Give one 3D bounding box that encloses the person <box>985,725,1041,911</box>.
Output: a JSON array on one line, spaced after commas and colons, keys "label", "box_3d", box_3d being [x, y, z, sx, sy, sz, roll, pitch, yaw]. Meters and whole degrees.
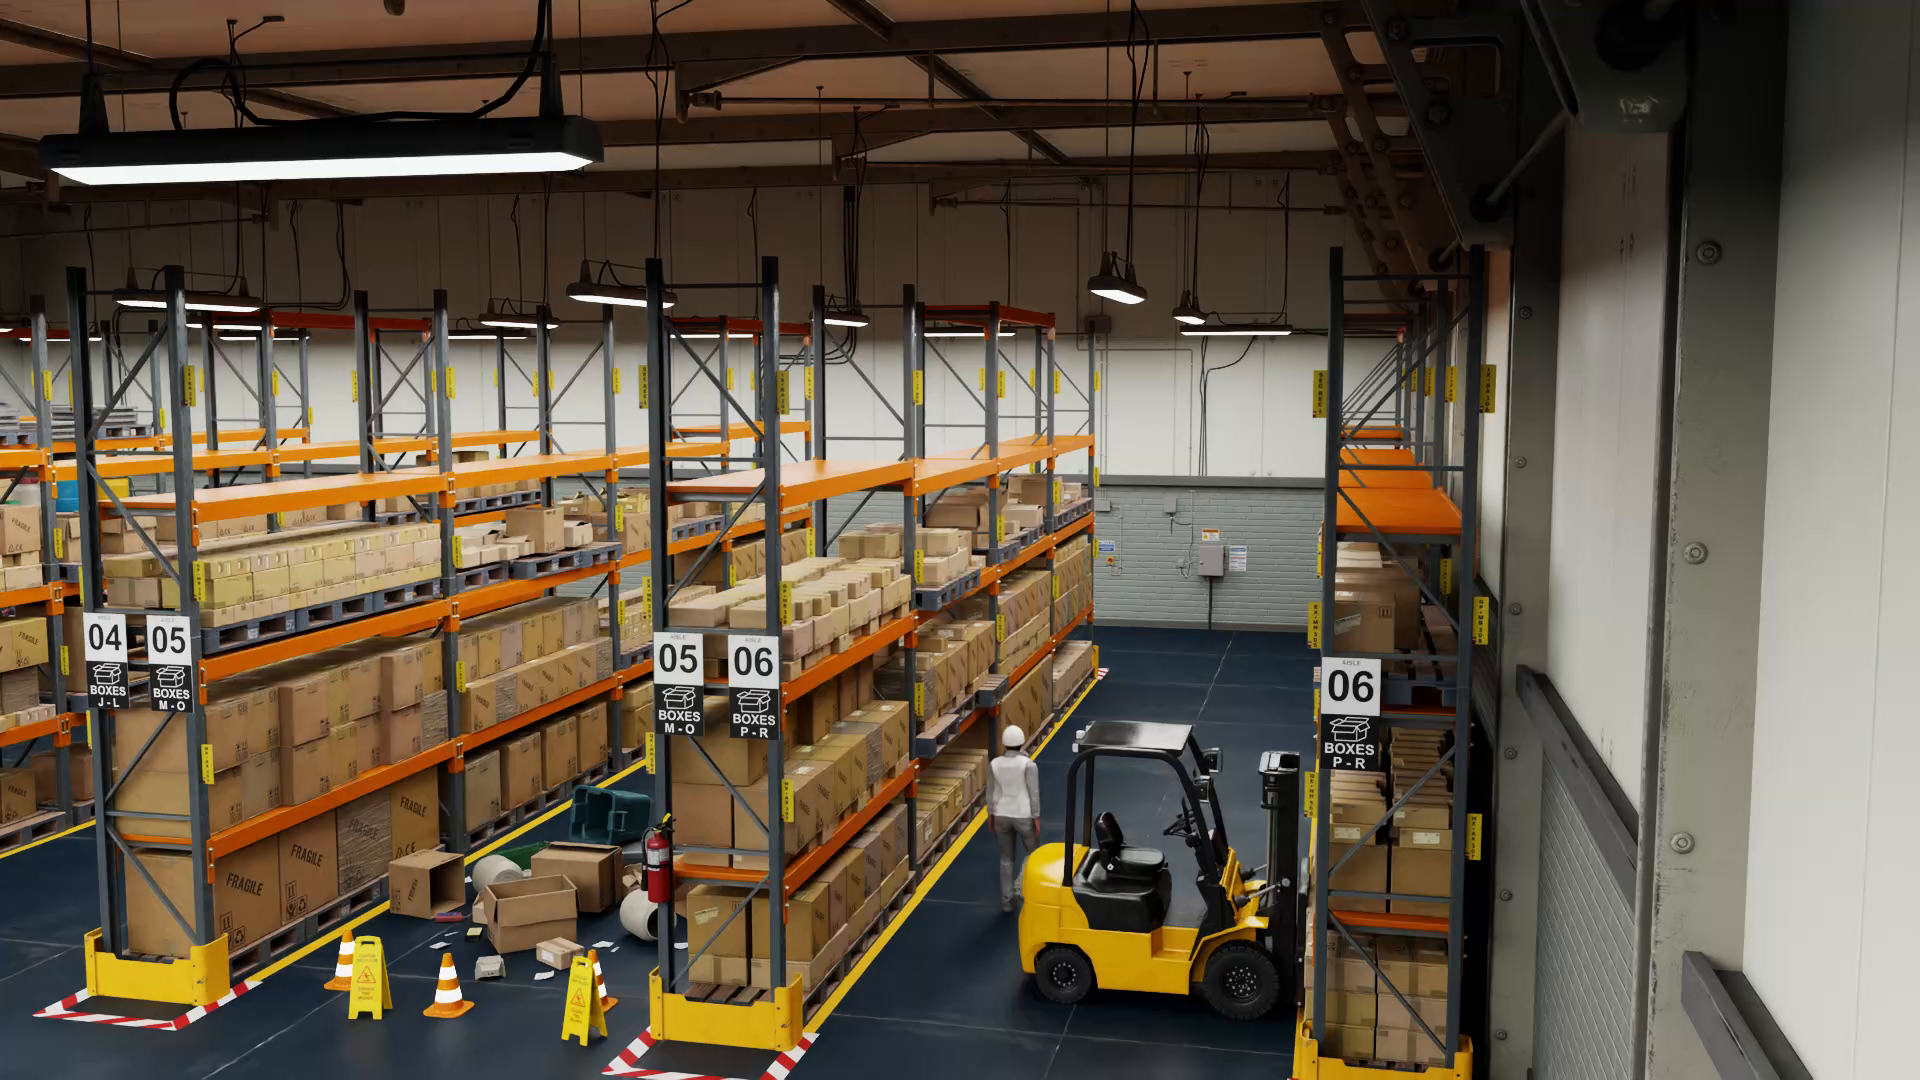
[{"label": "person", "box_3d": [0.512, 2.639, 15.993, 0.571, 1.712, 0.479, 2, 6, 21]}]
